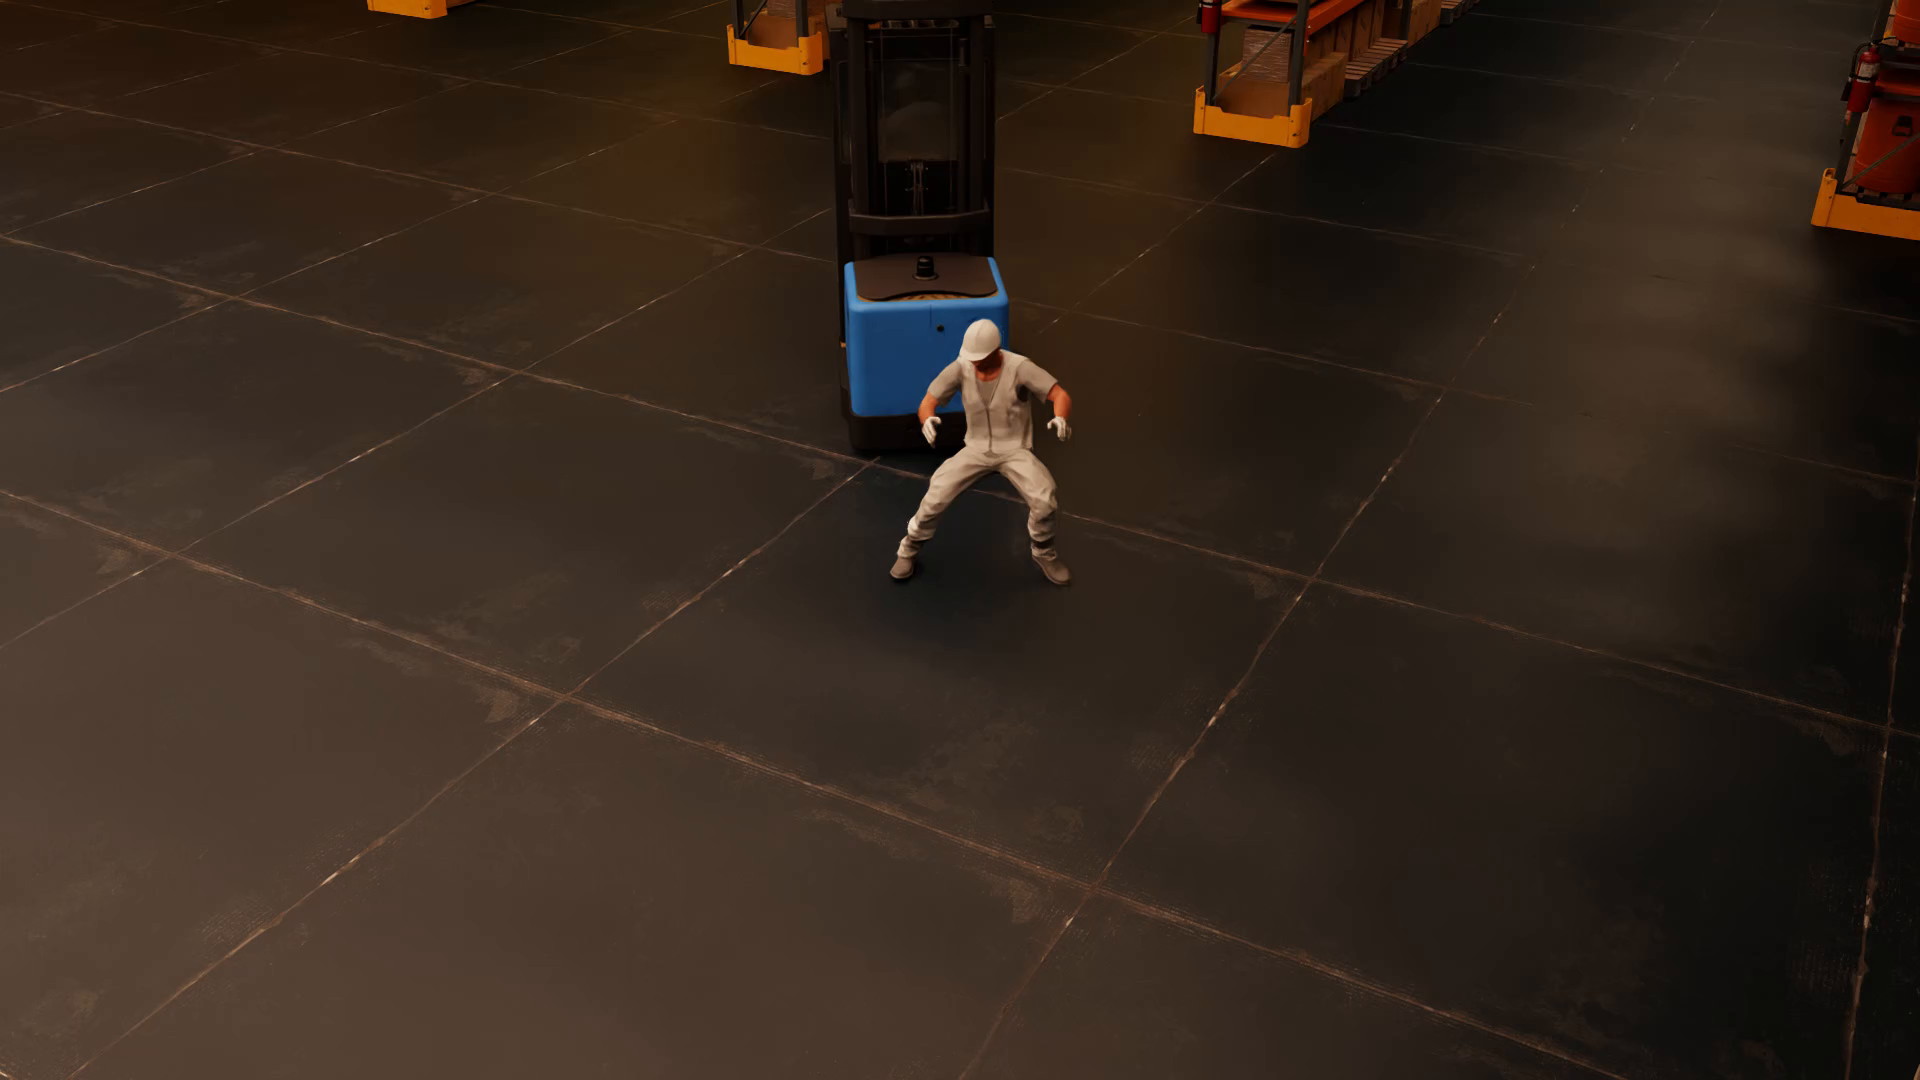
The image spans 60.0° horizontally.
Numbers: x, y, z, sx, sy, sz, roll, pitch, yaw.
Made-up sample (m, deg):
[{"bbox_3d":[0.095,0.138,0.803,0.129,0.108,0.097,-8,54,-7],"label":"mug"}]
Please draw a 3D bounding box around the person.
[{"bbox_3d":[0.152,-0.471,9.275,1.060,1.548,0.753,10,31,17],"label":"person"}]

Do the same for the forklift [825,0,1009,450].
[{"bbox_3d":[-0.336,-2.571,11.525,1.130,2.935,3.031,-3,30,-5],"label":"forklift"}]
